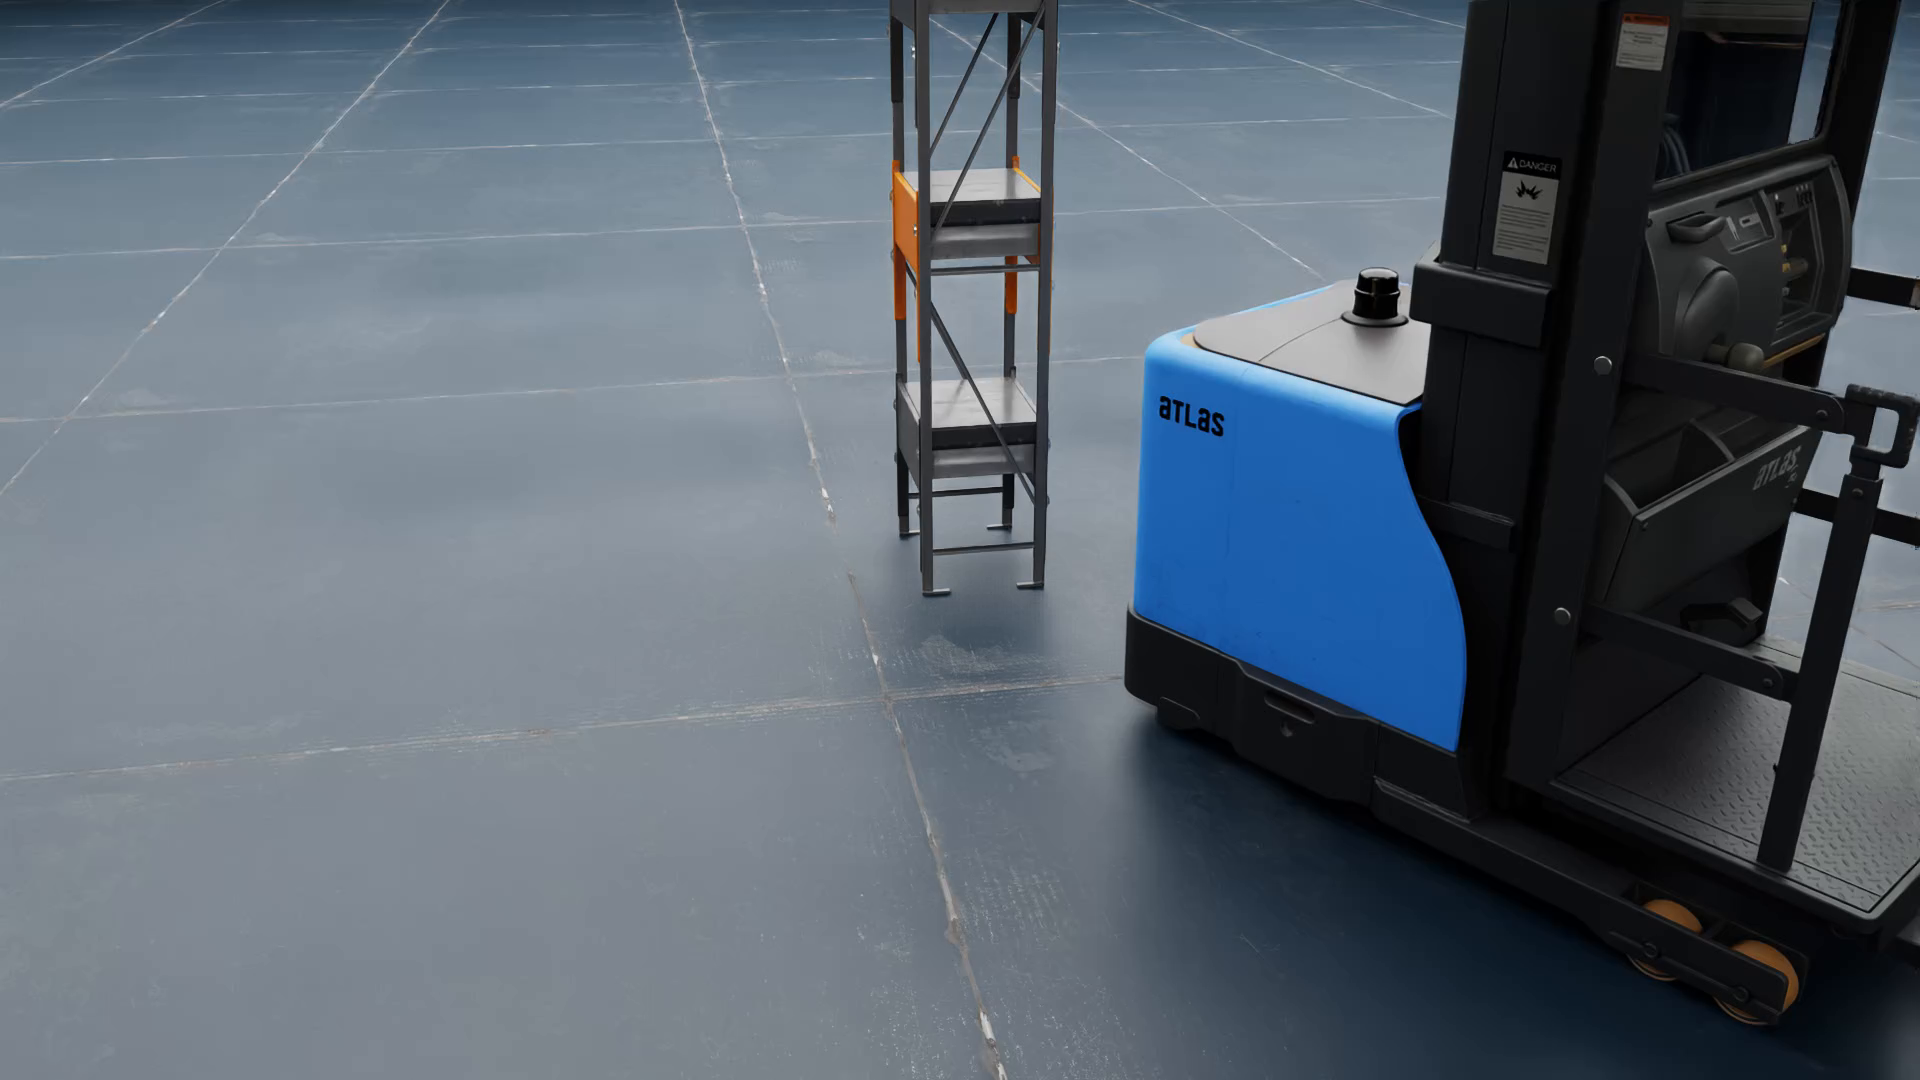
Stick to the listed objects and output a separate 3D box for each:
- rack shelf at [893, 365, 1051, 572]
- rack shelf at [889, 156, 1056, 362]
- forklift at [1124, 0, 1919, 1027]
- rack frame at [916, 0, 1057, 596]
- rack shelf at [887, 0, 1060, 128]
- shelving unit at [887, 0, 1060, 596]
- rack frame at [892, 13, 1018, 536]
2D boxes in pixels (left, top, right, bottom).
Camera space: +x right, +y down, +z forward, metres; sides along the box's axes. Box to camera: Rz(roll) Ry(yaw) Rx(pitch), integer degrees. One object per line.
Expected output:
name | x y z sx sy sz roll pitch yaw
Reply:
rack shelf | 0.031 -0.243 5.466 0.431 0.518 0.480 -4 24 -10
rack shelf | 0.031 -0.885 5.186 0.431 0.518 0.480 -4 24 -10
forklift | 1.825 -0.571 3.395 1.130 2.935 3.031 -20 31 -38
rack frame | 0.076 -0.801 4.961 0.400 2.100 0.015 -4 24 -10
rack shelf | 0.031 -1.526 4.906 0.431 0.518 0.480 -4 24 -10
shelving unit | 0.031 -0.897 5.181 0.431 2.100 0.503 -4 24 -10
rack frame | -0.015 -0.993 5.400 0.400 2.100 0.015 -4 24 -10
